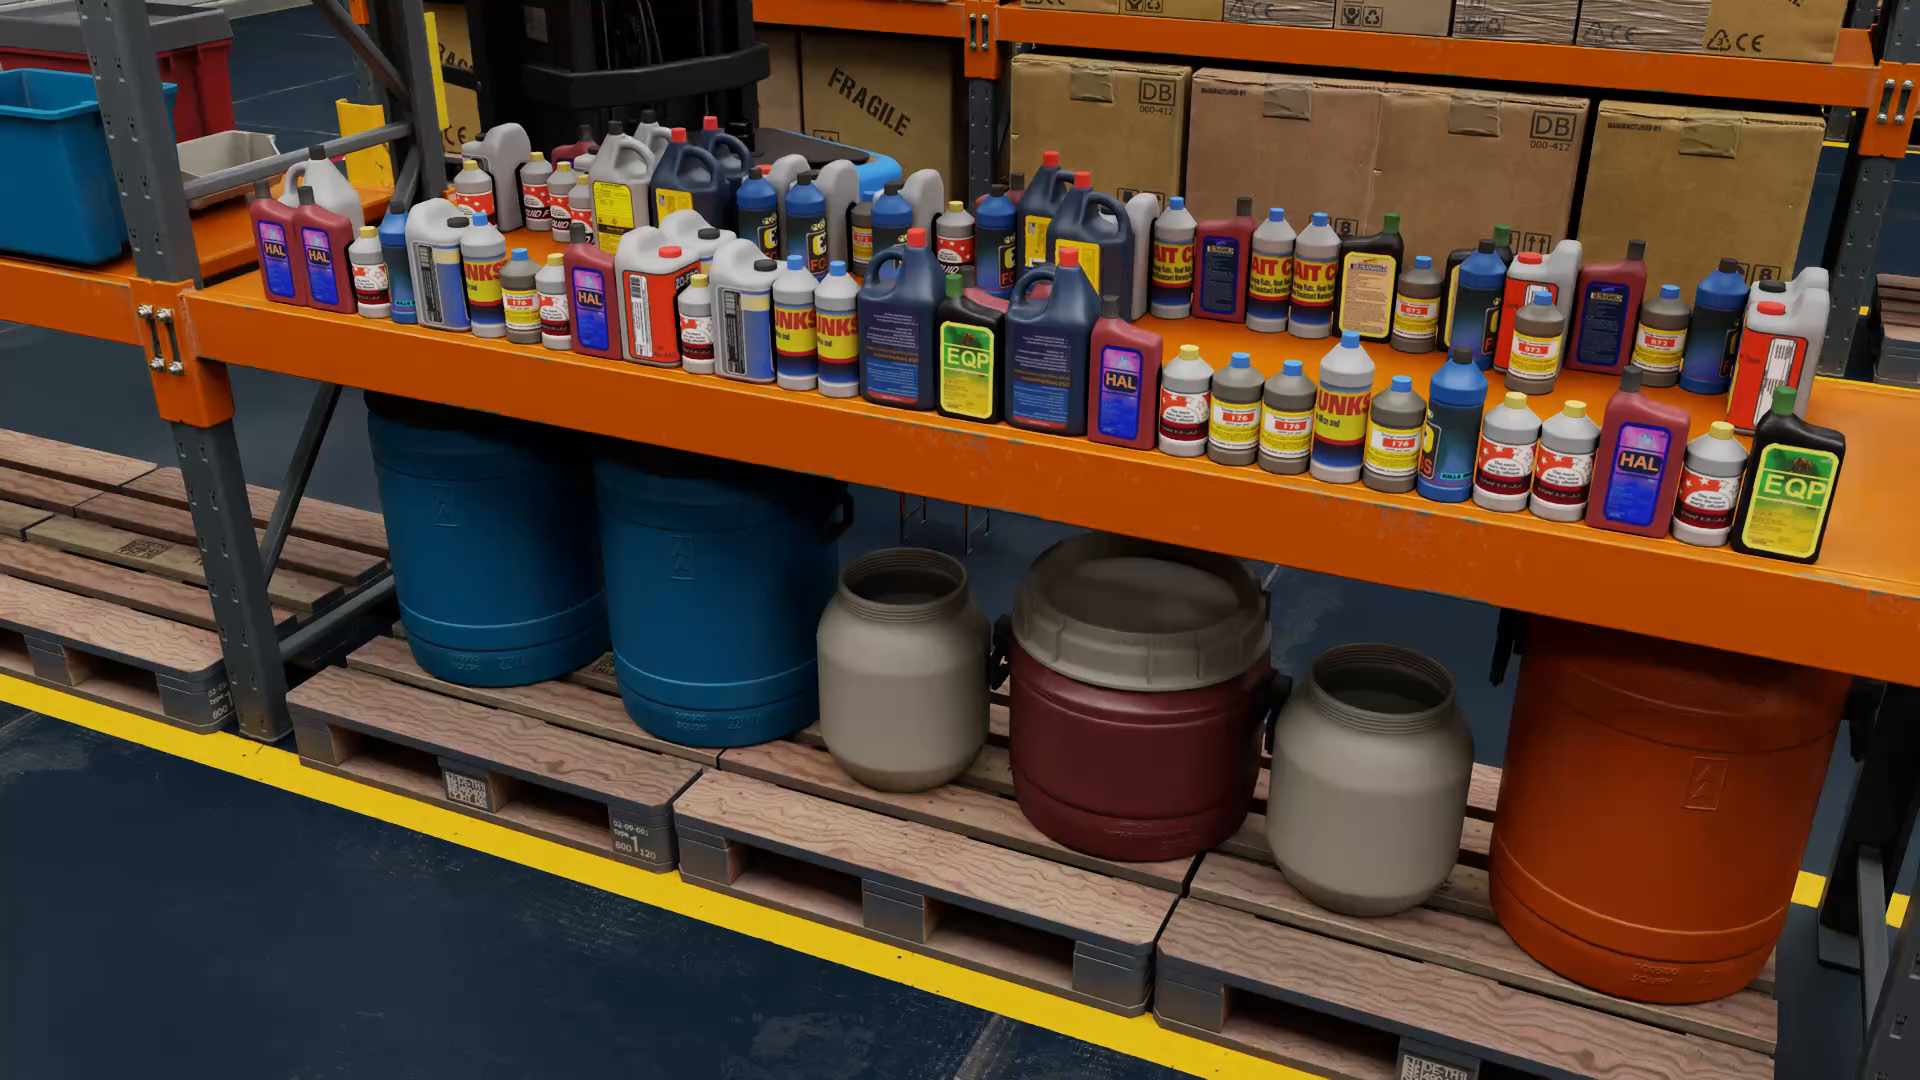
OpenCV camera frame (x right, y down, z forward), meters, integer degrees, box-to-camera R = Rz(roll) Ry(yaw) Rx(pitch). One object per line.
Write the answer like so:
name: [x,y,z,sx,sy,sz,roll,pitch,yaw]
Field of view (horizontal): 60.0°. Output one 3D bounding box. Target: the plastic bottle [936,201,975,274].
plastic bottle: [-0.010,-0.720,4.042,0.097,0.201,0.097,0,26,0]

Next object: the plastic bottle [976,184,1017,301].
plastic bottle: [0.086,-0.703,3.928,0.097,0.271,0.097,0,26,0]

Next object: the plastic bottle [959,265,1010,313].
plastic bottle: [0.047,-0.398,3.295,0.133,0.283,0.061,11,28,22]

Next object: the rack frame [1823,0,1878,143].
rack frame: [6.092,-4.224,10.933,0.127,3.000,1.000,11,28,22]

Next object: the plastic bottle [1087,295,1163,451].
plastic bottle: [0.311,-0.316,3.127,0.133,0.283,0.061,11,28,22]

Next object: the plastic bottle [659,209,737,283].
plastic bottle: [-0.575,-0.586,3.685,0.135,0.276,0.152,11,28,22]

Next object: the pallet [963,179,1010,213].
pallet: [-0.354,-1.899,9.368,1.213,0.211,1.003,11,28,22]

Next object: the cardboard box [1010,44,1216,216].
cardboard box: [0.896,-2.106,8.561,0.875,0.875,1.225,11,28,22]

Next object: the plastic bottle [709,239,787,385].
plastic bottle: [-0.427,-0.483,3.475,0.135,0.276,0.152,11,28,22]

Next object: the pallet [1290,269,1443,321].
pallet: [2.154,-1.395,8.345,1.213,0.211,1.003,11,28,22]

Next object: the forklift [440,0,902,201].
forklift: [-1.589,-2.098,6.692,1.130,2.935,3.031,-23,34,-39]

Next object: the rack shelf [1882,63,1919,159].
rack shelf: [5.767,-1.560,6.336,4.000,0.370,1.077,11,28,22]

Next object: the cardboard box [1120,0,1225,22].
cardboard box: [1.079,-2.748,7.823,0.500,0.500,0.500,11,28,22]

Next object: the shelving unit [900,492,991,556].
shelving unit: [-0.049,-0.481,5.538,0.252,1.050,0.215,11,28,22]

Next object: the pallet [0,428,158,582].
pallet: [-3.545,-0.078,5.670,1.213,0.211,1.003,11,28,22]

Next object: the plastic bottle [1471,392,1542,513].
plastic bottle: [0.956,-0.158,2.900,0.097,0.201,0.097,0,26,0]

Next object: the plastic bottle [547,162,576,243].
plastic bottle: [-1.039,-0.898,4.402,0.097,0.201,0.097,0,26,0]

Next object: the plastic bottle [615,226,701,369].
plastic bottle: [-0.638,-0.525,3.561,0.135,0.276,0.152,11,28,22]

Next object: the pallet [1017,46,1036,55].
pallet: [0.710,-4.035,13.707,1.213,0.211,1.003,11,28,22]

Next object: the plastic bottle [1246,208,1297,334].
plastic bottle: [0.701,-0.609,3.737,0.097,0.271,0.097,0,26,0]

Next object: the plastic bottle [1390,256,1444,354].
plastic bottle: [1.000,-0.518,3.630,0.097,0.201,0.097,0,26,0]

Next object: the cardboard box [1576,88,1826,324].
cardboard box: [3.327,-1.618,7.570,0.875,0.875,1.225,10,28,19]

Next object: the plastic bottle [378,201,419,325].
plastic bottle: [-1.265,-0.636,3.791,0.097,0.271,0.097,0,26,0]

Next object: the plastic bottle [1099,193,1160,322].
plastic bottle: [0.374,-0.664,3.842,0.135,0.276,0.152,11,28,22]

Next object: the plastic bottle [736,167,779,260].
plastic bottle: [-0.495,-0.775,4.075,0.097,0.271,0.097,0,26,0]

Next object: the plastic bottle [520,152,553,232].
plastic bottle: [-1.135,-0.946,4.501,0.097,0.201,0.097,0,26,0]

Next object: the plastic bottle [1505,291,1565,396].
plastic bottle: [1.181,-0.407,3.407,0.097,0.201,0.097,0,26,0]

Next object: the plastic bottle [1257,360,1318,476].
plastic bottle: [0.601,-0.229,3.045,0.097,0.201,0.097,0,26,0]

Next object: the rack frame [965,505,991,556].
rack frame: [0.062,-0.458,5.493,0.008,1.050,0.200,11,28,22]

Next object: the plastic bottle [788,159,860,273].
plastic bottle: [-0.338,-0.807,4.133,0.135,0.276,0.152,11,28,22]

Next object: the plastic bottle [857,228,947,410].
plastic bottle: [-0.106,-0.450,3.324,0.185,0.351,0.144,11,28,22]

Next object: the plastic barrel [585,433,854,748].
plastic barrel: [-0.612,0.001,4.252,0.708,0.901,0.600,11,28,22]

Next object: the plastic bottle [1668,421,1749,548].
plastic bottle: [1.254,-0.098,2.779,0.097,0.201,0.097,0,26,0]

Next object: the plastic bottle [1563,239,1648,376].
plastic bottle: [1.356,-0.492,3.485,0.133,0.283,0.061,11,28,22]

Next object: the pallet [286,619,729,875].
pallet: [-1.059,0.421,4.656,1.213,0.211,1.003,11,28,22]

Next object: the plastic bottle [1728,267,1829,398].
plastic bottle: [1.636,-0.410,3.327,0.135,0.276,0.152,11,28,22]

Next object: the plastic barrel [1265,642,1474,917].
plastic barrel: [0.893,0.521,3.636,0.421,0.512,0.421,0,26,0]

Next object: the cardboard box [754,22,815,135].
cardboard box: [-1.081,-2.532,9.427,0.875,0.875,0.875,11,28,22]

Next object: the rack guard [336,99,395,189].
rack guard: [-3.357,-2.594,10.452,0.348,0.500,1.175,11,28,22]

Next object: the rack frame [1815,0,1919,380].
rack frame: [3.947,-2.248,6.920,0.127,3.000,1.000,11,28,22]

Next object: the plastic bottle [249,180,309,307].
plastic bottle: [-1.587,-0.697,3.902,0.133,0.283,0.061,11,28,22]

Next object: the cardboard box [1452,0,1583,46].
cardboard box: [2.470,-2.471,7.259,0.500,0.500,0.500,10,28,20]

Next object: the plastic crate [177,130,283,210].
plastic crate: [-2.109,-1.039,4.695,0.243,0.136,0.396,11,28,22]

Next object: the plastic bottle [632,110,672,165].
plastic bottle: [-0.772,-0.929,4.297,0.185,0.351,0.144,11,28,22]

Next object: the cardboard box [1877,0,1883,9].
cardboard box: [8.559,-5.135,15.283,0.625,0.372,0.950,9,28,18]

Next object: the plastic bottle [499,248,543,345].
plastic bottle: [-0.965,-0.544,3.684,0.097,0.201,0.097,0,26,0]
